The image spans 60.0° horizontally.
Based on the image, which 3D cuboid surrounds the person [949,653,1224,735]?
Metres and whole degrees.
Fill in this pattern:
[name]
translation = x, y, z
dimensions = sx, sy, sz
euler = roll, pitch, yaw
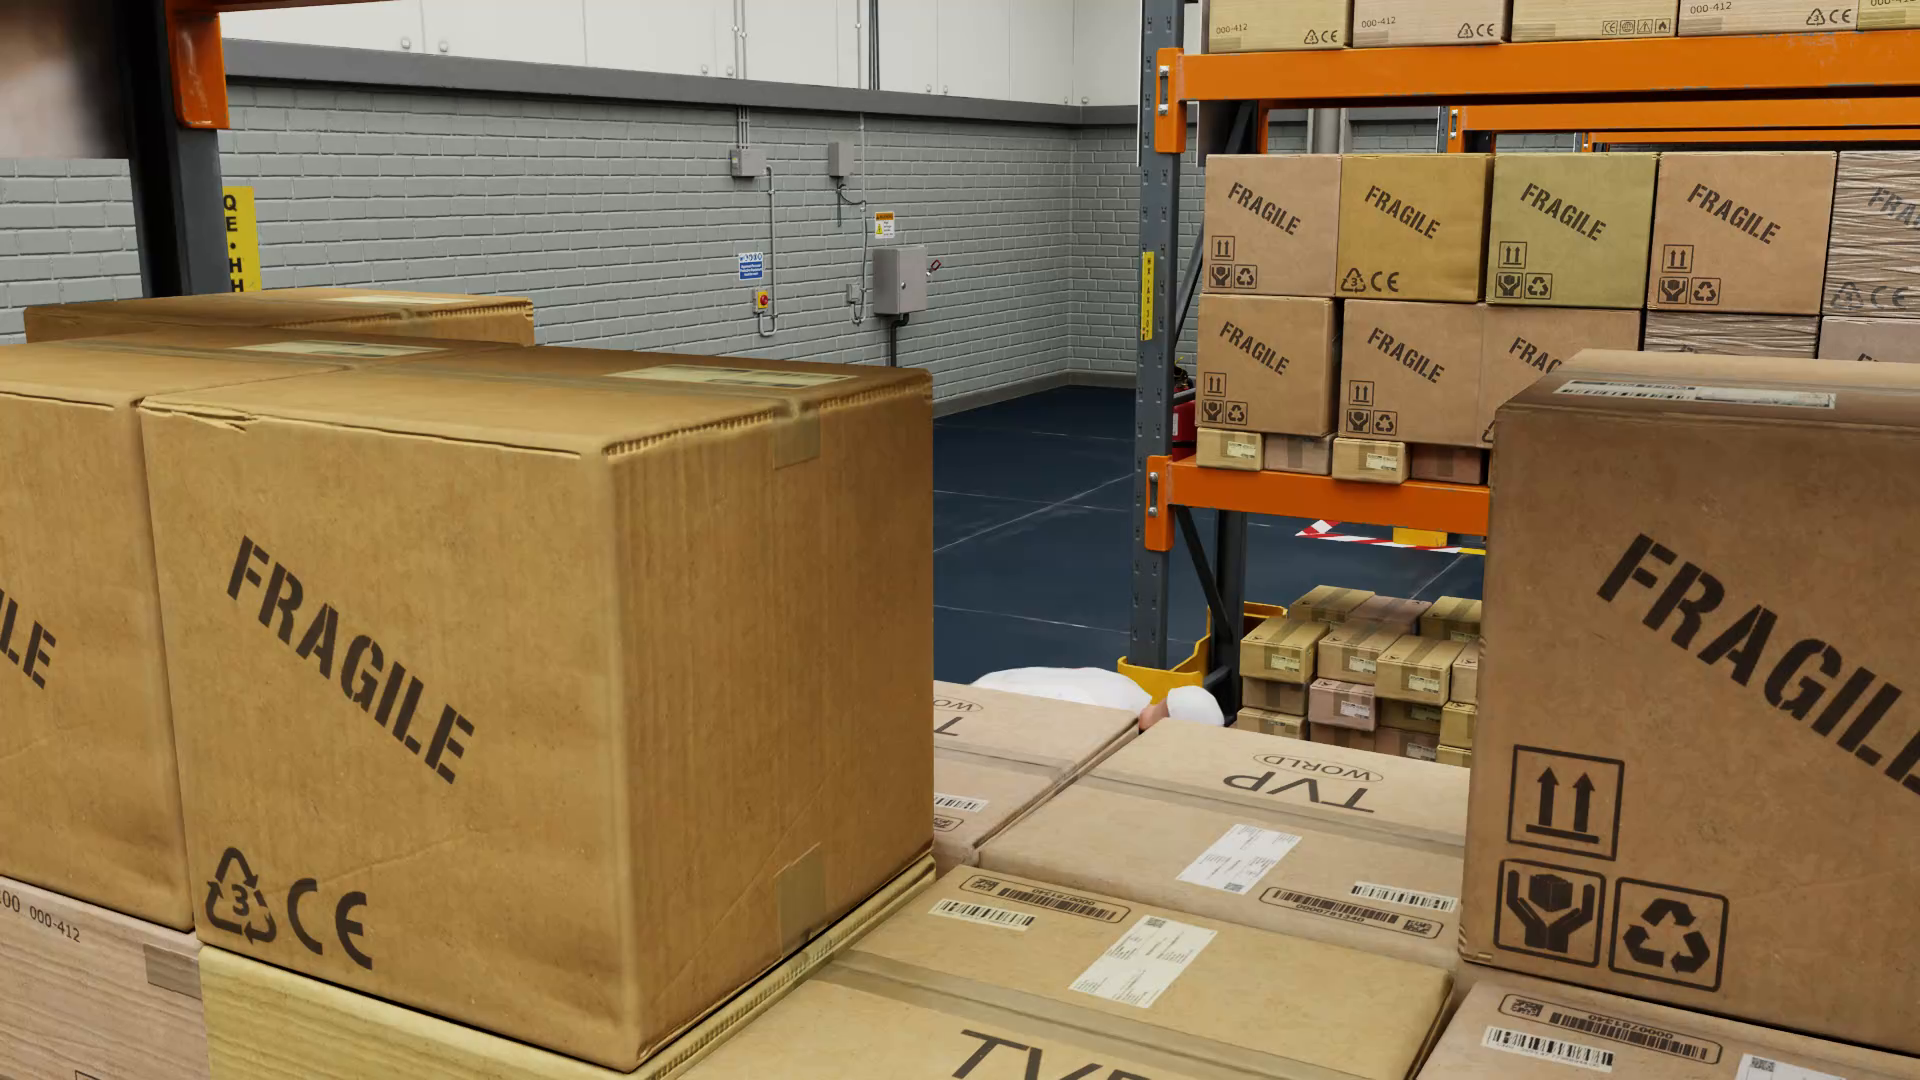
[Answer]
[person]
translation = 0.396, 0.810, 5.586
dimensions = 0.967, 0.831, 0.522
euler = 5, 13, 20
